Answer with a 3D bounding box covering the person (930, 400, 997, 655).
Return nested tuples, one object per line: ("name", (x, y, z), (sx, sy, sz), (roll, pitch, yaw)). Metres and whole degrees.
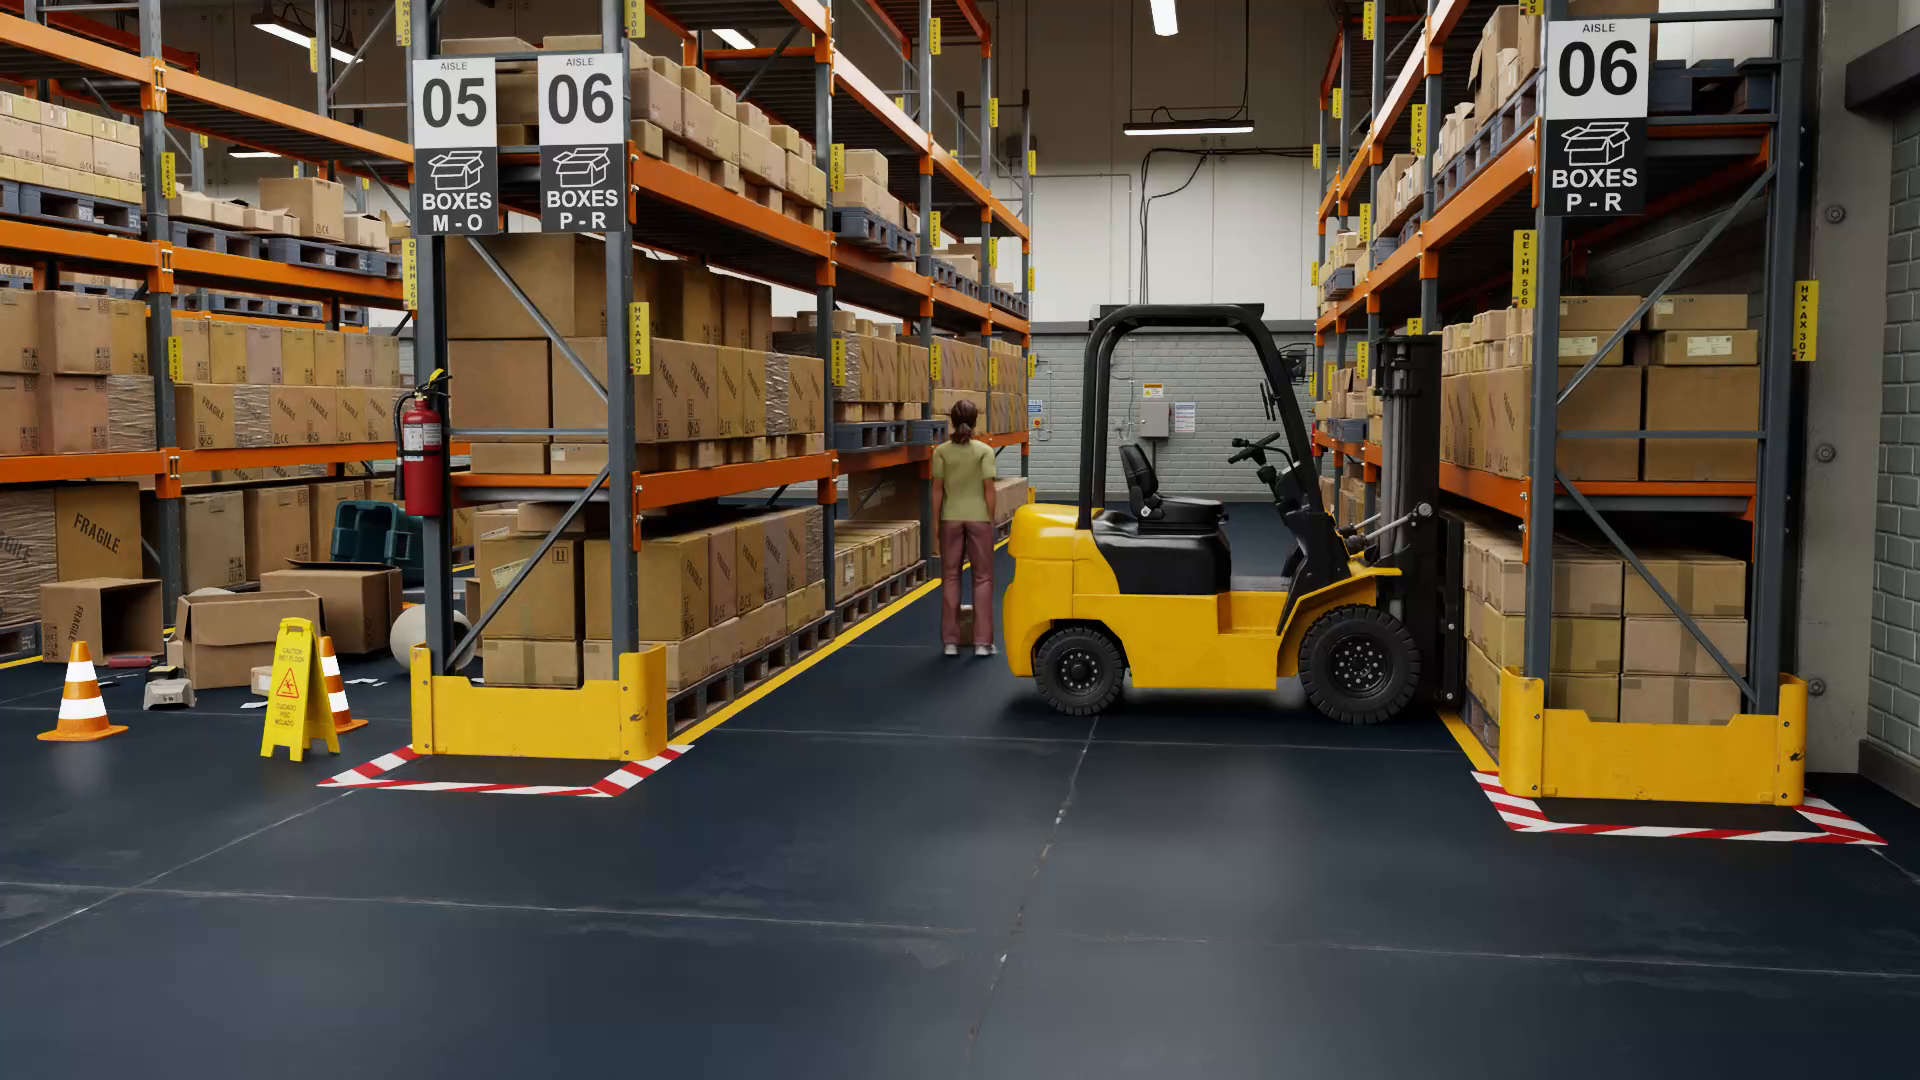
("person", (0.029, -0.077, 10.904), (0.438, 1.675, 0.353), (1, 5, 7))
